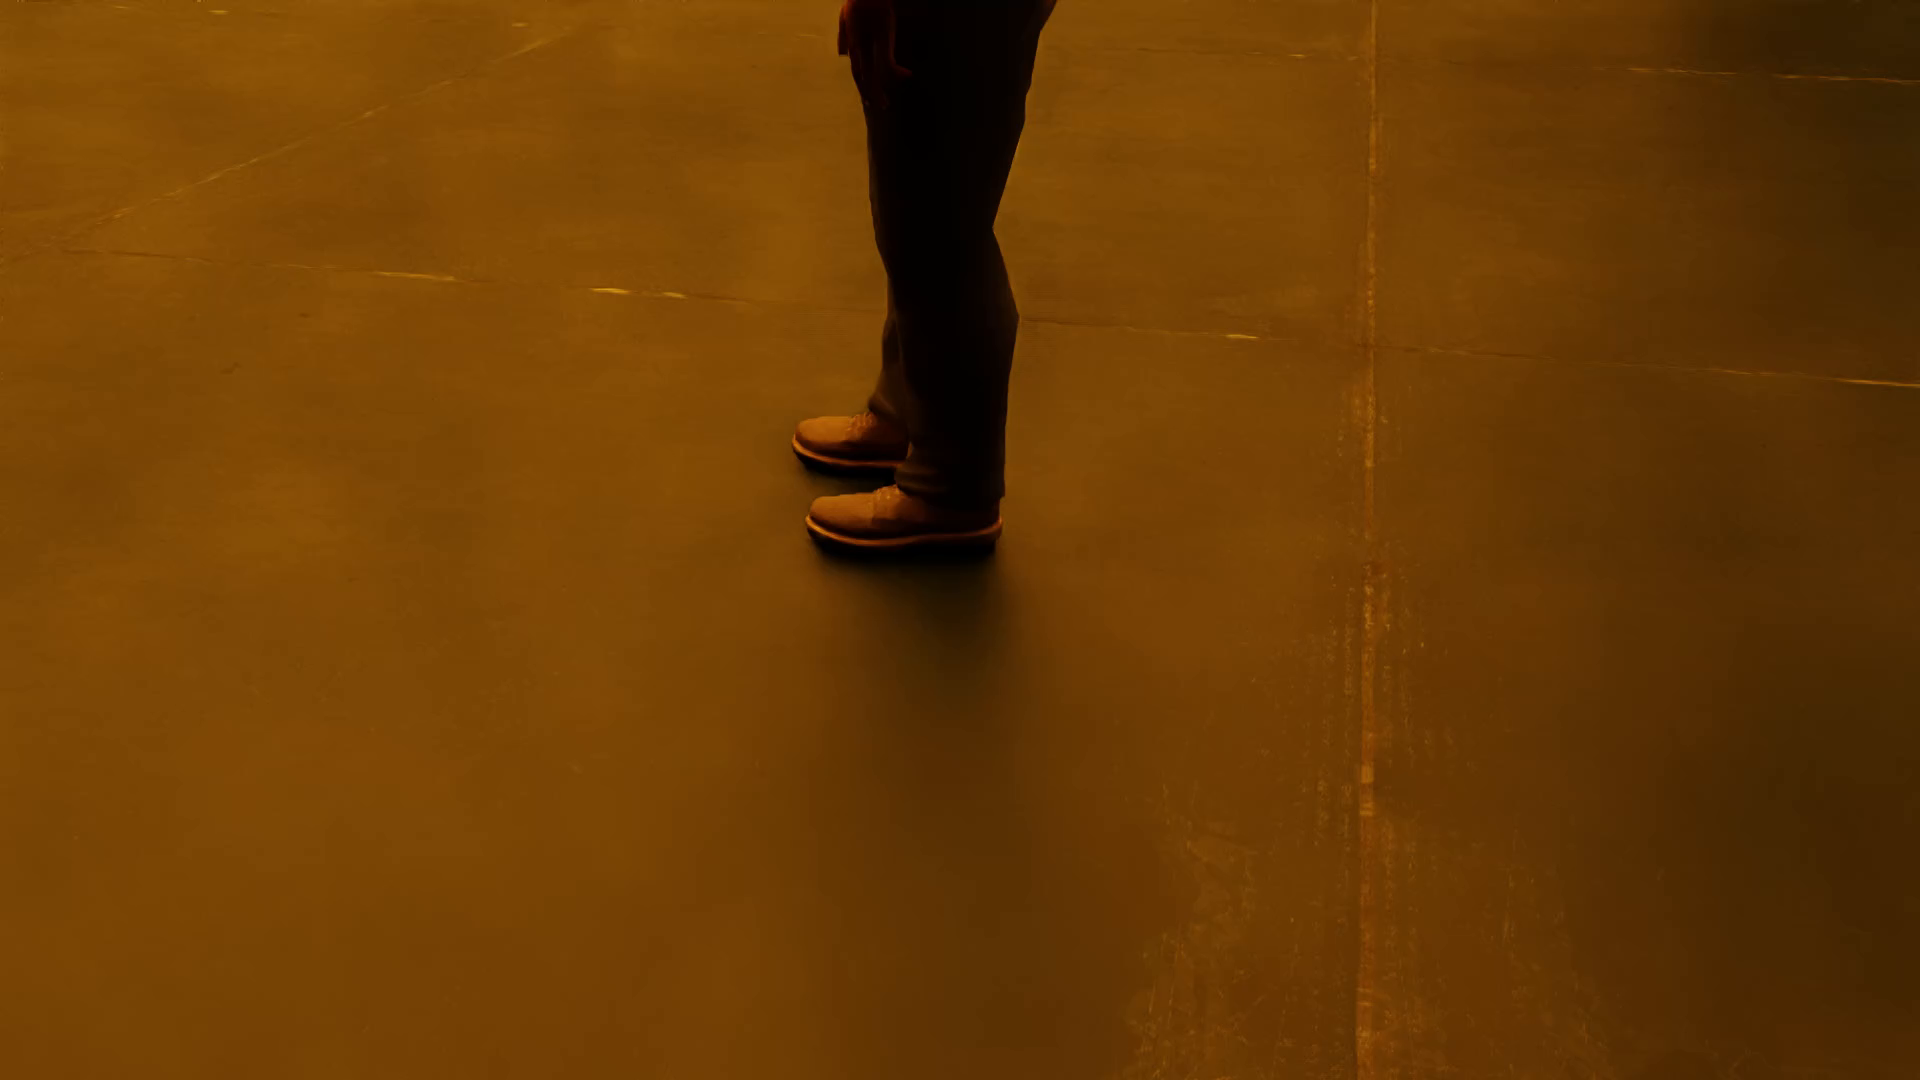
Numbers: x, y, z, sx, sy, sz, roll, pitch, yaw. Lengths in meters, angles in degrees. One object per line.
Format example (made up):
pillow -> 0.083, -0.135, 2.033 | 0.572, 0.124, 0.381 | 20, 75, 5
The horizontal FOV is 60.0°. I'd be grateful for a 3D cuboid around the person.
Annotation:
person -> -0.081, -0.762, 2.158 | 0.503, 1.654, 0.570 | 6, 27, 11
